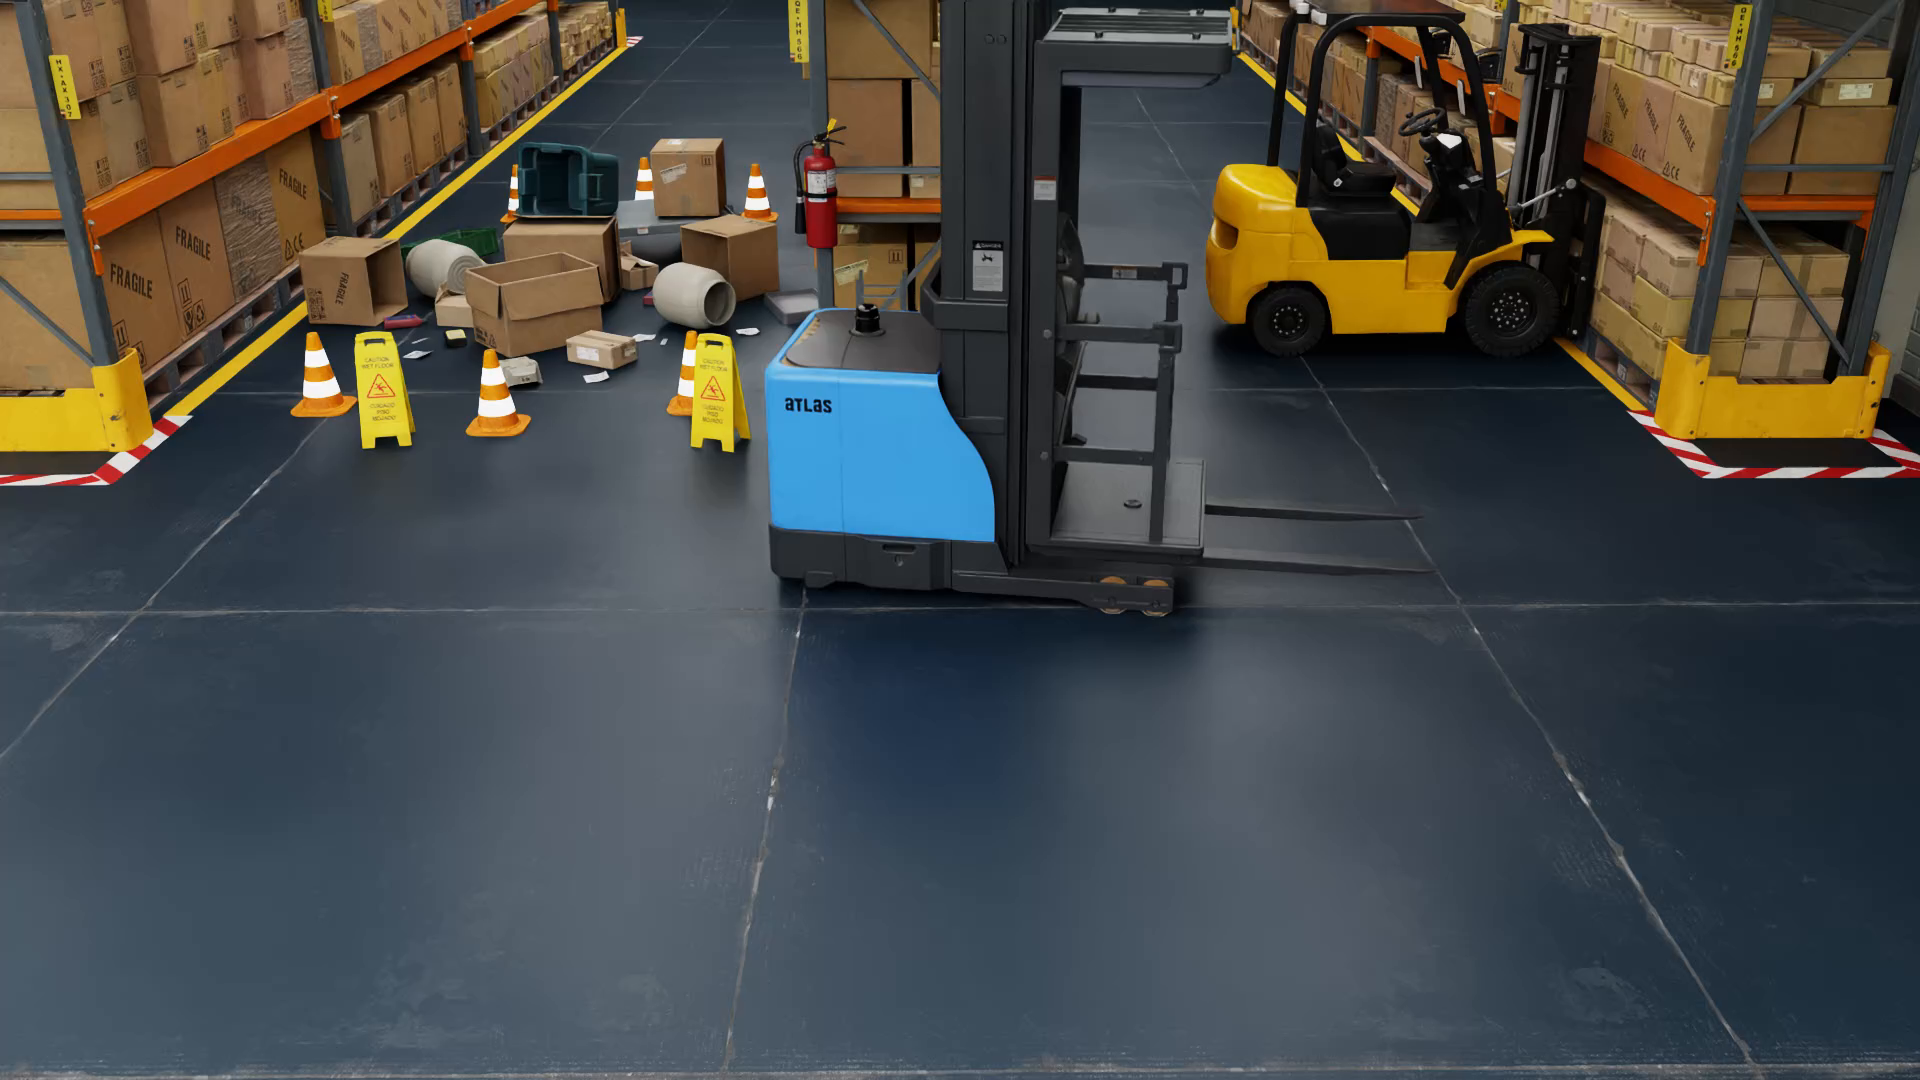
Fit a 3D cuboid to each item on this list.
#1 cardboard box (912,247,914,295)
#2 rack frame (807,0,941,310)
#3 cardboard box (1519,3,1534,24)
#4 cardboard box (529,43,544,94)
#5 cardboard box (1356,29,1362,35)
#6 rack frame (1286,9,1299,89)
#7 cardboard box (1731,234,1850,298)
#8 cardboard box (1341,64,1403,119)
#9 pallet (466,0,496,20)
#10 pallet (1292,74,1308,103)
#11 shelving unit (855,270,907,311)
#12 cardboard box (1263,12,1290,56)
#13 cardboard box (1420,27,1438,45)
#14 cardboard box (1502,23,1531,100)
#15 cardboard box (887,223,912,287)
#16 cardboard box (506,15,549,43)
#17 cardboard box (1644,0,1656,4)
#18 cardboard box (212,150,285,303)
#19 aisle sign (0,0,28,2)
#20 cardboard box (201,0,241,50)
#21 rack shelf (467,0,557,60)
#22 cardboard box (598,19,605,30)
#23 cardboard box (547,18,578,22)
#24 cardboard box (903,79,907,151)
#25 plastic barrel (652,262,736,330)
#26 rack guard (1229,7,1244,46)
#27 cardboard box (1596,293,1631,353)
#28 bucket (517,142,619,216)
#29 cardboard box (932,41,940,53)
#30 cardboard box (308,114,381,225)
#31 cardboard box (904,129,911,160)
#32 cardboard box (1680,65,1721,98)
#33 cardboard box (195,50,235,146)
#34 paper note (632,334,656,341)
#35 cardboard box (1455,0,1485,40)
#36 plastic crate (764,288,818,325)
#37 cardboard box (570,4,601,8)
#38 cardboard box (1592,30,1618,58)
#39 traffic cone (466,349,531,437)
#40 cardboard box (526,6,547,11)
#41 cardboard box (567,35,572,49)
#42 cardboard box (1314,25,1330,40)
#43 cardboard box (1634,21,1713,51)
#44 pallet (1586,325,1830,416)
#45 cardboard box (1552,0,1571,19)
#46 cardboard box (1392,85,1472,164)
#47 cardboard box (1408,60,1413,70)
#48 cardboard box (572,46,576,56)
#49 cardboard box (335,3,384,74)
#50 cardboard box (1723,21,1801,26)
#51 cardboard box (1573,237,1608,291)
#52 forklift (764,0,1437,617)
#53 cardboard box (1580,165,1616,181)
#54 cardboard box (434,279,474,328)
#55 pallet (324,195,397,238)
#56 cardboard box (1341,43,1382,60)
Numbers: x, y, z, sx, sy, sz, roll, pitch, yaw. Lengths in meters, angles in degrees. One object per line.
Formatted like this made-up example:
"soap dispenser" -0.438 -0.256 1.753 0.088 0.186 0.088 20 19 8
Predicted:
"cardboard box" -0.574 -1.908 11.656 0.500 0.250 0.500 -1 24 -1
"rack frame" -0.293 -2.004 9.041 1.000 3.000 0.127 0 24 -1
"cardboard box" 4.367 -3.885 12.291 0.380 0.149 0.250 -1 24 -1
"cardboard box" -5.107 -5.422 19.122 0.500 0.500 0.500 -1 24 -2
"cardboard box" 4.851 -5.962 19.528 0.380 0.149 0.250 0 24 0
"rack frame" 4.540 -6.973 20.027 1.000 3.000 0.127 0 24 -1
"cardboard box" 4.855 -1.621 9.808 0.500 0.250 0.500 -1 24 -1
"cardboard box" 4.369 -4.756 17.650 0.500 0.500 0.500 -1 24 -1
"pallet" -5.443 -5.442 16.876 1.213 0.211 1.003 0 24 -1
"pallet" 4.586 -5.367 19.861 1.003 0.211 1.213 0 24 -1
"shelving unit" -0.390 -0.768 8.492 0.258 1.200 0.189 1 24 2
"cardboard box" 4.390 -6.641 21.817 0.700 0.500 0.500 -1 24 -3
"cardboard box" 4.361 -4.439 14.607 0.500 0.250 0.500 1 24 1
"cardboard box" 4.371 -3.538 12.311 0.500 0.500 0.500 -1 24 -2
"cardboard box" -0.571 -1.828 10.569 0.500 0.500 0.500 1 24 1
"cardboard box" -5.111 -5.973 19.431 0.500 0.250 0.500 -1 24 -2
"cardboard box" 4.975 -3.707 11.537 0.380 0.149 0.250 -1 24 -2
"cardboard box" -5.334 -2.181 11.500 0.875 0.875 0.875 0 24 0
"aisle sign" -4.941 -3.097 8.302 0.394 0.787 0.004 0 24 -1
"cardboard box" -5.325 -3.547 10.961 0.875 0.550 0.550 0 24 -1
"rack shelf" -5.350 -5.733 18.159 1.077 0.370 4.000 0 24 -1
"cardboard box" -5.117 -7.131 22.965 0.380 0.149 0.250 -1 24 -3
"cardboard box" -5.197 -6.734 21.726 0.380 0.149 0.250 -1 24 -3
"cardboard box" -0.575 -2.614 9.907 0.500 0.500 0.500 0 24 0
"plastic barrel" -1.829 -1.675 11.439 0.512 0.421 0.421 19 30 35
"rack guard" 4.497 -7.451 24.117 1.175 0.500 0.348 0 24 -1
"cardboard box" 4.354 -1.364 10.452 0.500 0.250 0.500 0 24 -1
"bucket" -2.978 -2.744 12.804 0.726 0.611 0.620 8 16 18
"cardboard box" -0.036 -2.805 10.330 0.500 0.500 0.500 -1 24 -2
"cardboard box" -5.382 -3.010 13.486 1.050 0.750 0.750 0 24 -1
"cardboard box" -0.501 -2.464 10.364 0.380 0.149 0.250 0 24 0
"cardboard box" 4.354 -2.616 9.485 0.380 0.149 0.250 0 24 0
"cardboard box" -5.246 -2.837 10.701 0.875 0.550 0.500 0 24 -1
"paper note" -2.153 -1.377 11.272 0.148 0.019 0.142 8 26 18
"cardboard box" 4.353 -4.249 13.579 0.500 0.250 0.500 -1 24 -2
"plastic crate" -1.139 -1.671 11.848 0.402 0.080 0.583 -9 26 -19
"cardboard box" -5.211 -7.376 23.146 0.380 0.149 0.250 0 24 0
"cardboard box" 4.364 -3.247 10.882 0.380 0.149 0.250 -1 24 -2
"traffic cone" -2.694 -0.874 9.622 0.336 0.463 0.334 0 24 -1
"cardboard box" -5.752 -7.262 22.894 0.380 0.149 0.250 0 24 -1
"cardboard box" -5.188 -6.379 21.303 0.380 0.149 0.250 -1 24 -3
"cardboard box" 4.372 -5.952 19.507 0.380 0.149 0.250 -1 24 -3
"cardboard box" 4.350 -3.070 10.129 0.380 0.149 0.250 0 24 1
"pallet" 4.620 -1.072 10.365 1.003 0.211 1.213 0 24 -1
"cardboard box" 4.339 -3.701 11.524 0.380 0.149 0.250 0 24 1
"cardboard box" 4.591 -3.907 15.622 0.875 0.625 0.625 1 24 1
"cardboard box" 4.913 -4.998 17.398 0.380 0.149 0.250 0 24 1
"cardboard box" -5.203 -6.356 21.613 0.380 0.149 0.250 -1 24 -3
"cardboard box" -5.028 -4.060 13.465 0.500 0.500 0.500 0 24 0
"cardboard box" 4.879 -3.071 10.131 0.380 0.149 0.250 0 24 1
"cardboard box" 4.331 -1.813 10.838 0.500 0.250 0.500 -1 24 -2
"forklift" 0.678 -1.222 7.396 3.031 2.935 1.130 4 25 8
"cardboard box" 4.331 -2.454 11.649 0.500 0.250 0.500 1 24 1
"cardboard box" -3.425 -1.643 11.560 0.396 0.266 0.258 4 25 9
"pallet" -5.369 -2.635 13.821 1.003 0.211 1.213 0 24 -1
"cardboard box" 4.371 -5.308 18.082 0.380 0.149 0.250 -1 24 -1
